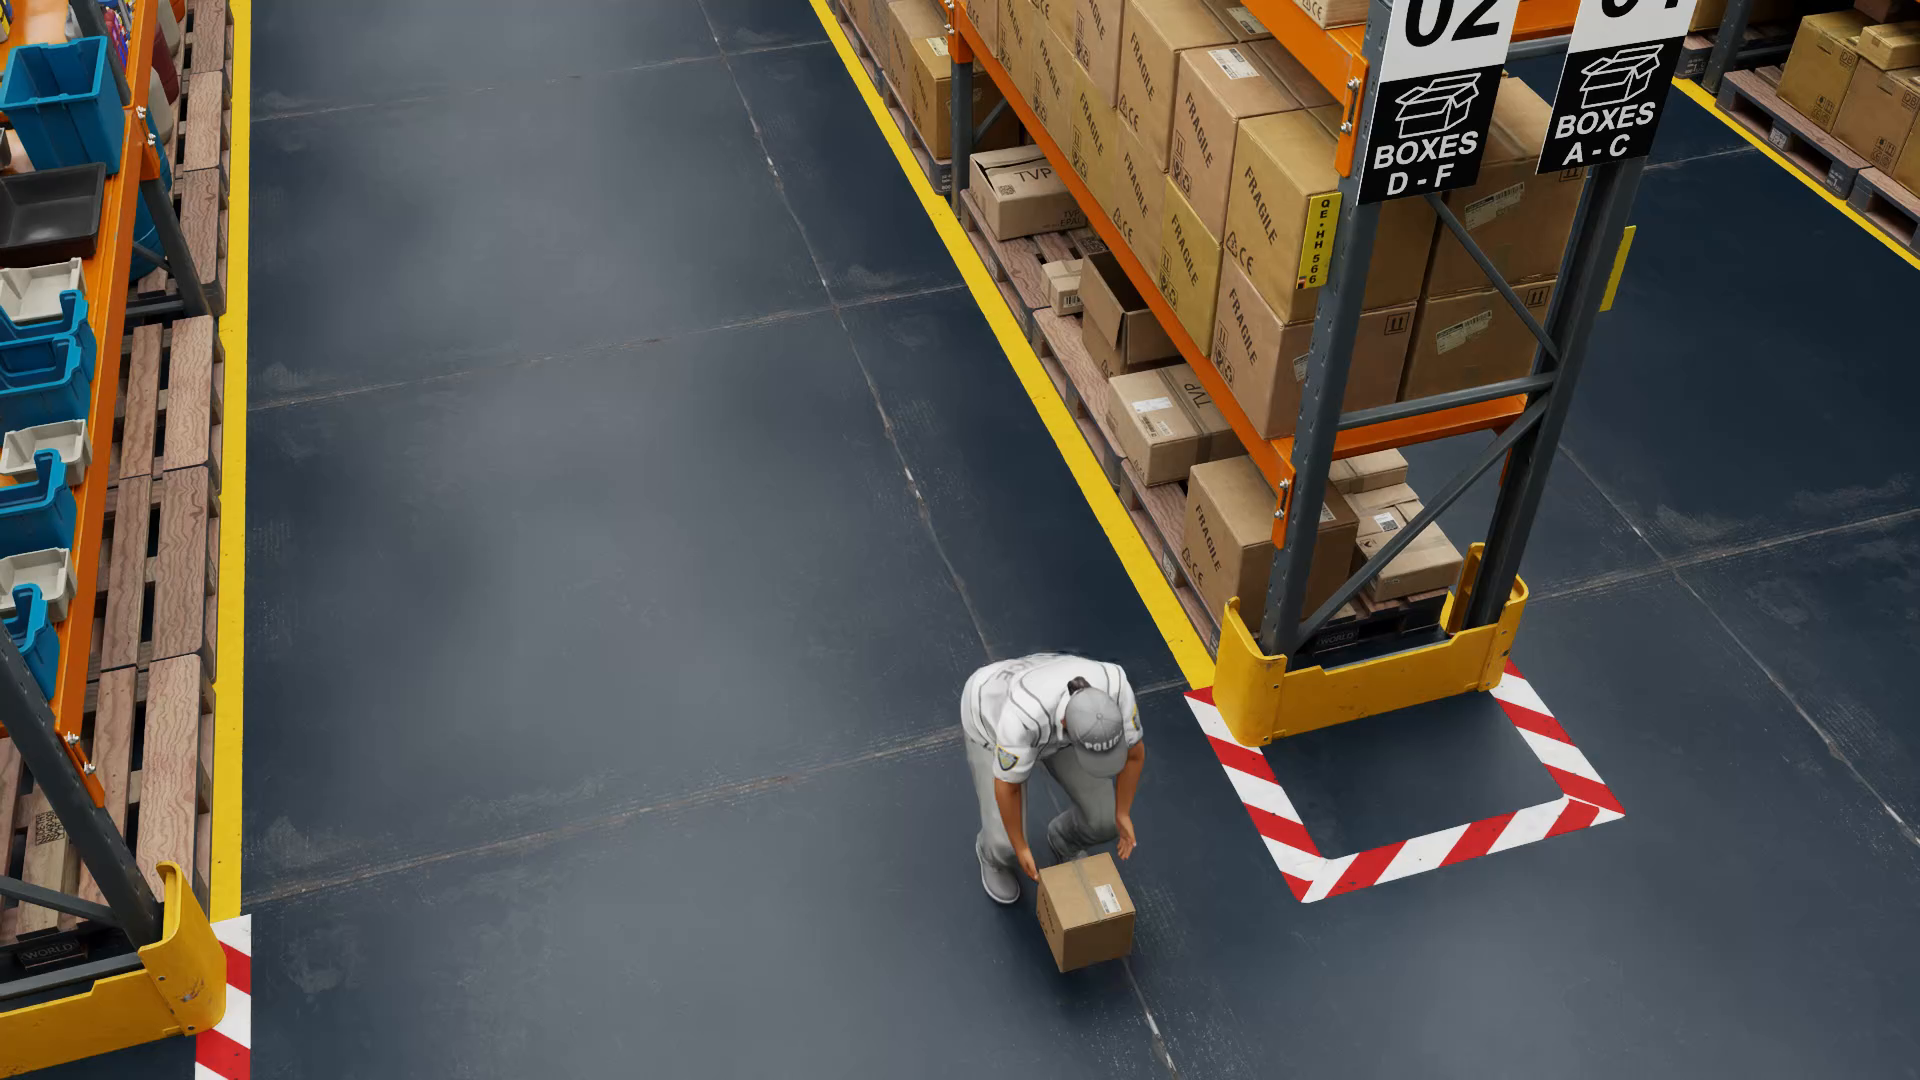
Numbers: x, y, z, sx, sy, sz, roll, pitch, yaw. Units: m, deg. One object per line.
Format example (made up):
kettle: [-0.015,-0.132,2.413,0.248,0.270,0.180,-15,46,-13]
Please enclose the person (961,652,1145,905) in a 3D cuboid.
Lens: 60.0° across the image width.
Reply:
person: [0.320,0.766,5.643,0.540,1.239,0.794,-12,44,-13]
